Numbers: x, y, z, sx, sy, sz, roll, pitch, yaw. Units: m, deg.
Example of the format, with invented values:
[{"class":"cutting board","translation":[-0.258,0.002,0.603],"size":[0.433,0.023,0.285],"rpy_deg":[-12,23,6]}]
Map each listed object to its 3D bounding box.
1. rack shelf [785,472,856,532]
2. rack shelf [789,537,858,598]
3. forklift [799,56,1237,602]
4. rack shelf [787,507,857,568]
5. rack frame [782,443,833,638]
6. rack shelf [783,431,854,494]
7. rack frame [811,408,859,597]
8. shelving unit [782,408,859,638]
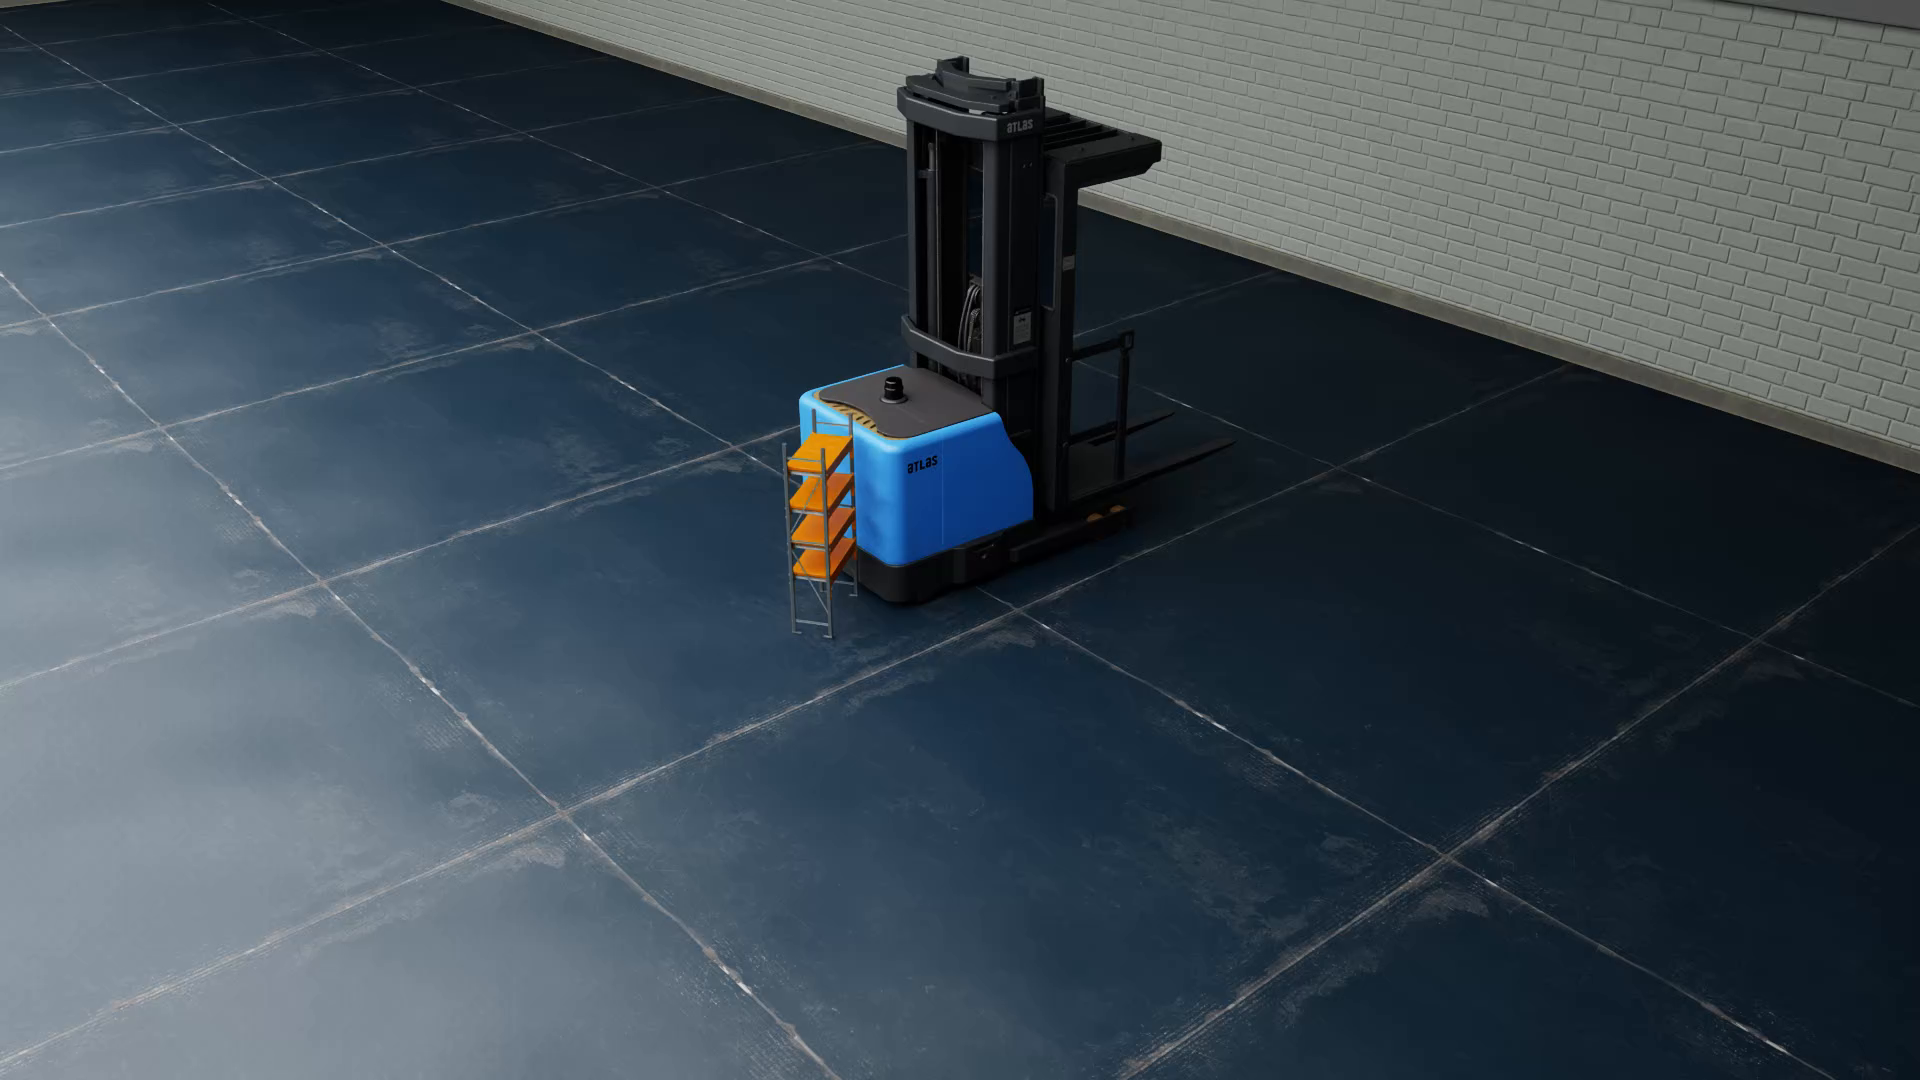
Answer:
[{"class":"rack shelf","translation":[-0.788,-0.231,9.435],"size":[0.258,0.148,0.480],"rpy_deg":[7,29,13]},{"class":"rack shelf","translation":[-0.788,0.142,9.634],"size":[0.258,0.148,0.480],"rpy_deg":[7,29,13]},{"class":"forklift","translation":[0.497,-1.472,10.253],"size":[3.031,2.935,1.130],"rpy_deg":[-20,34,-32]},{"class":"rack shelf","translation":[-0.788,-0.033,9.540],"size":[0.258,0.148,0.480],"rpy_deg":[7,29,13]},{"class":"rack frame","translation":[-0.849,0.019,9.300],"size":[0.240,1.200,0.015],"rpy_deg":[7,29,13]},{"class":"rack shelf","translation":[-0.788,-0.439,9.323],"size":[0.258,0.148,0.480],"rpy_deg":[7,29,13]},{"class":"rack frame","translation":[-0.727,-0.204,9.717],"size":[0.240,1.200,0.015],"rpy_deg":[7,29,13]},{"class":"shelving unit","translation":[-0.788,-0.093,9.509],"size":[0.258,1.200,0.503],"rpy_deg":[7,29,13]}]
